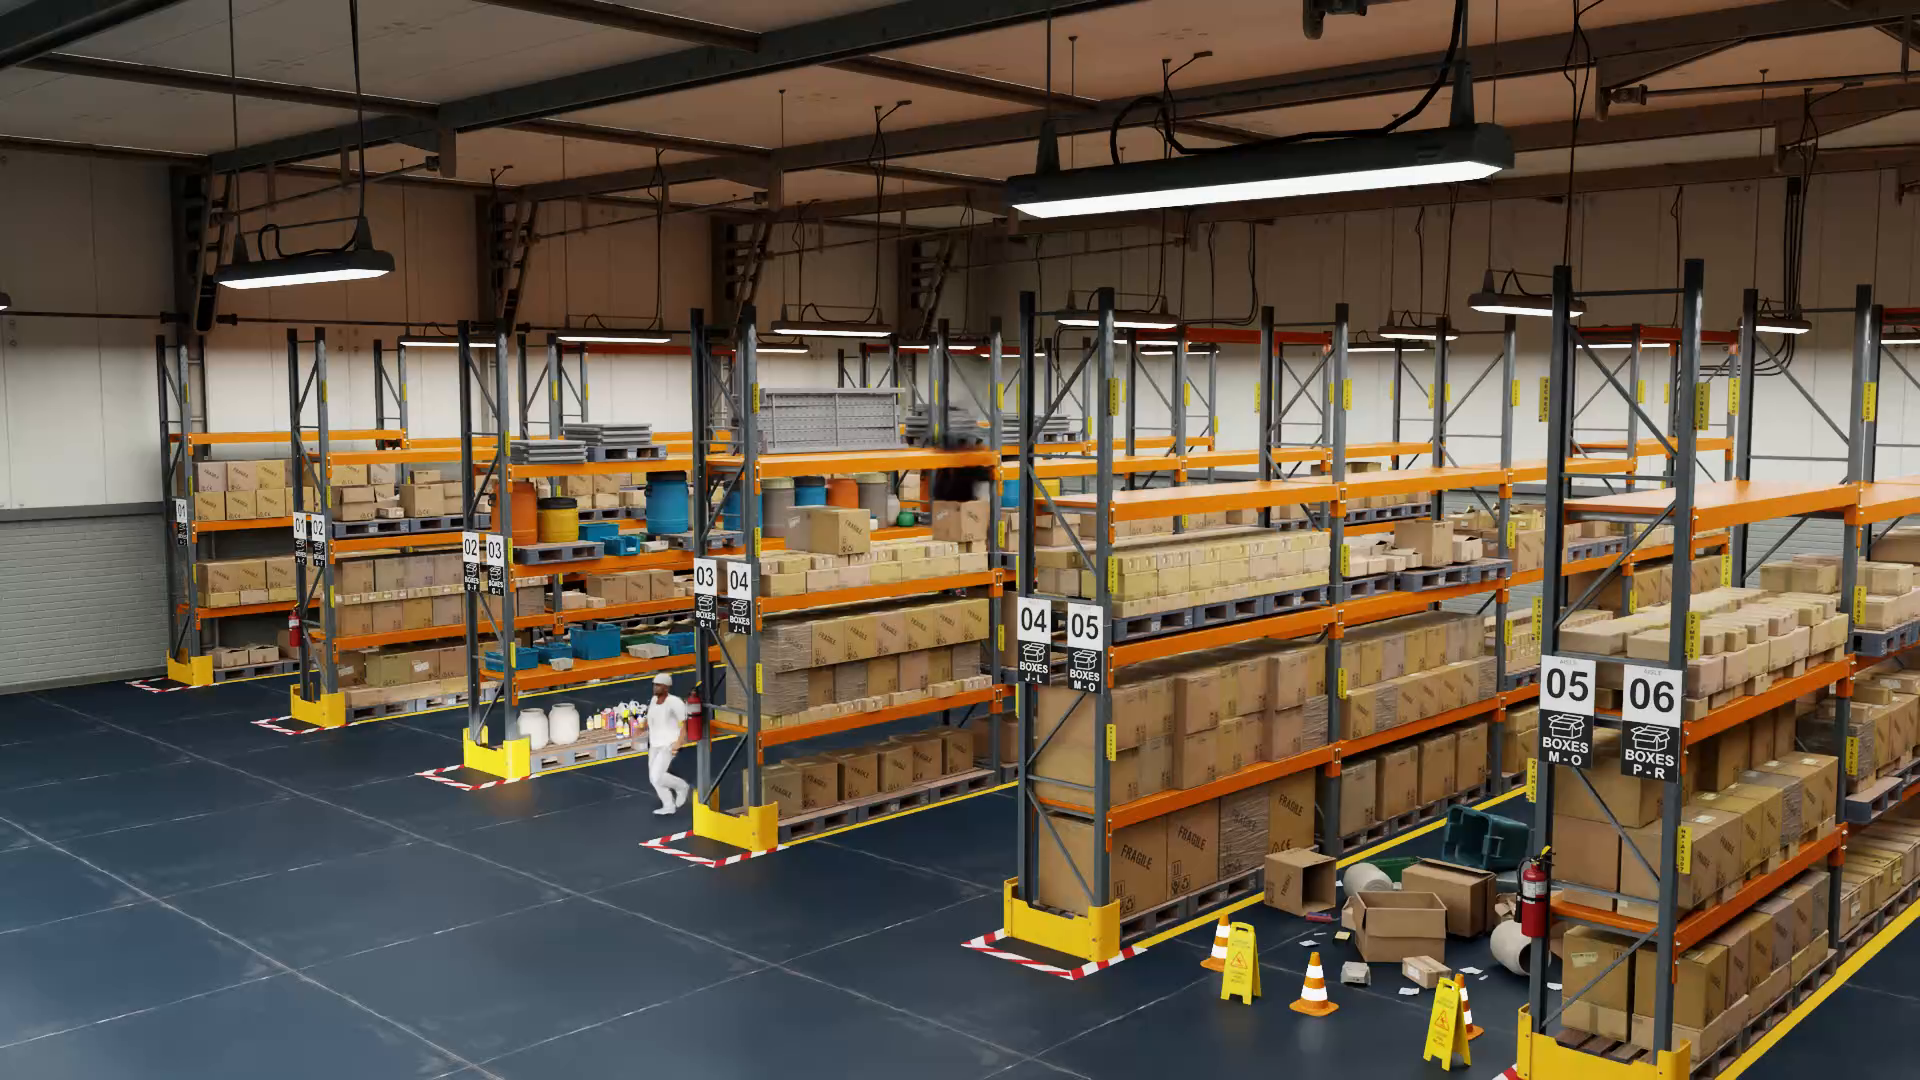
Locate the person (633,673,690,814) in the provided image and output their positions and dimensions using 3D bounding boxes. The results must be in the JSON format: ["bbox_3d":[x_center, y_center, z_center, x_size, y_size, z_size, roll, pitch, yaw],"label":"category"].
[{"bbox_3d":[-3.570,2.451,19.924,0.733,1.724,0.565,5,8,44],"label":"person"}]
